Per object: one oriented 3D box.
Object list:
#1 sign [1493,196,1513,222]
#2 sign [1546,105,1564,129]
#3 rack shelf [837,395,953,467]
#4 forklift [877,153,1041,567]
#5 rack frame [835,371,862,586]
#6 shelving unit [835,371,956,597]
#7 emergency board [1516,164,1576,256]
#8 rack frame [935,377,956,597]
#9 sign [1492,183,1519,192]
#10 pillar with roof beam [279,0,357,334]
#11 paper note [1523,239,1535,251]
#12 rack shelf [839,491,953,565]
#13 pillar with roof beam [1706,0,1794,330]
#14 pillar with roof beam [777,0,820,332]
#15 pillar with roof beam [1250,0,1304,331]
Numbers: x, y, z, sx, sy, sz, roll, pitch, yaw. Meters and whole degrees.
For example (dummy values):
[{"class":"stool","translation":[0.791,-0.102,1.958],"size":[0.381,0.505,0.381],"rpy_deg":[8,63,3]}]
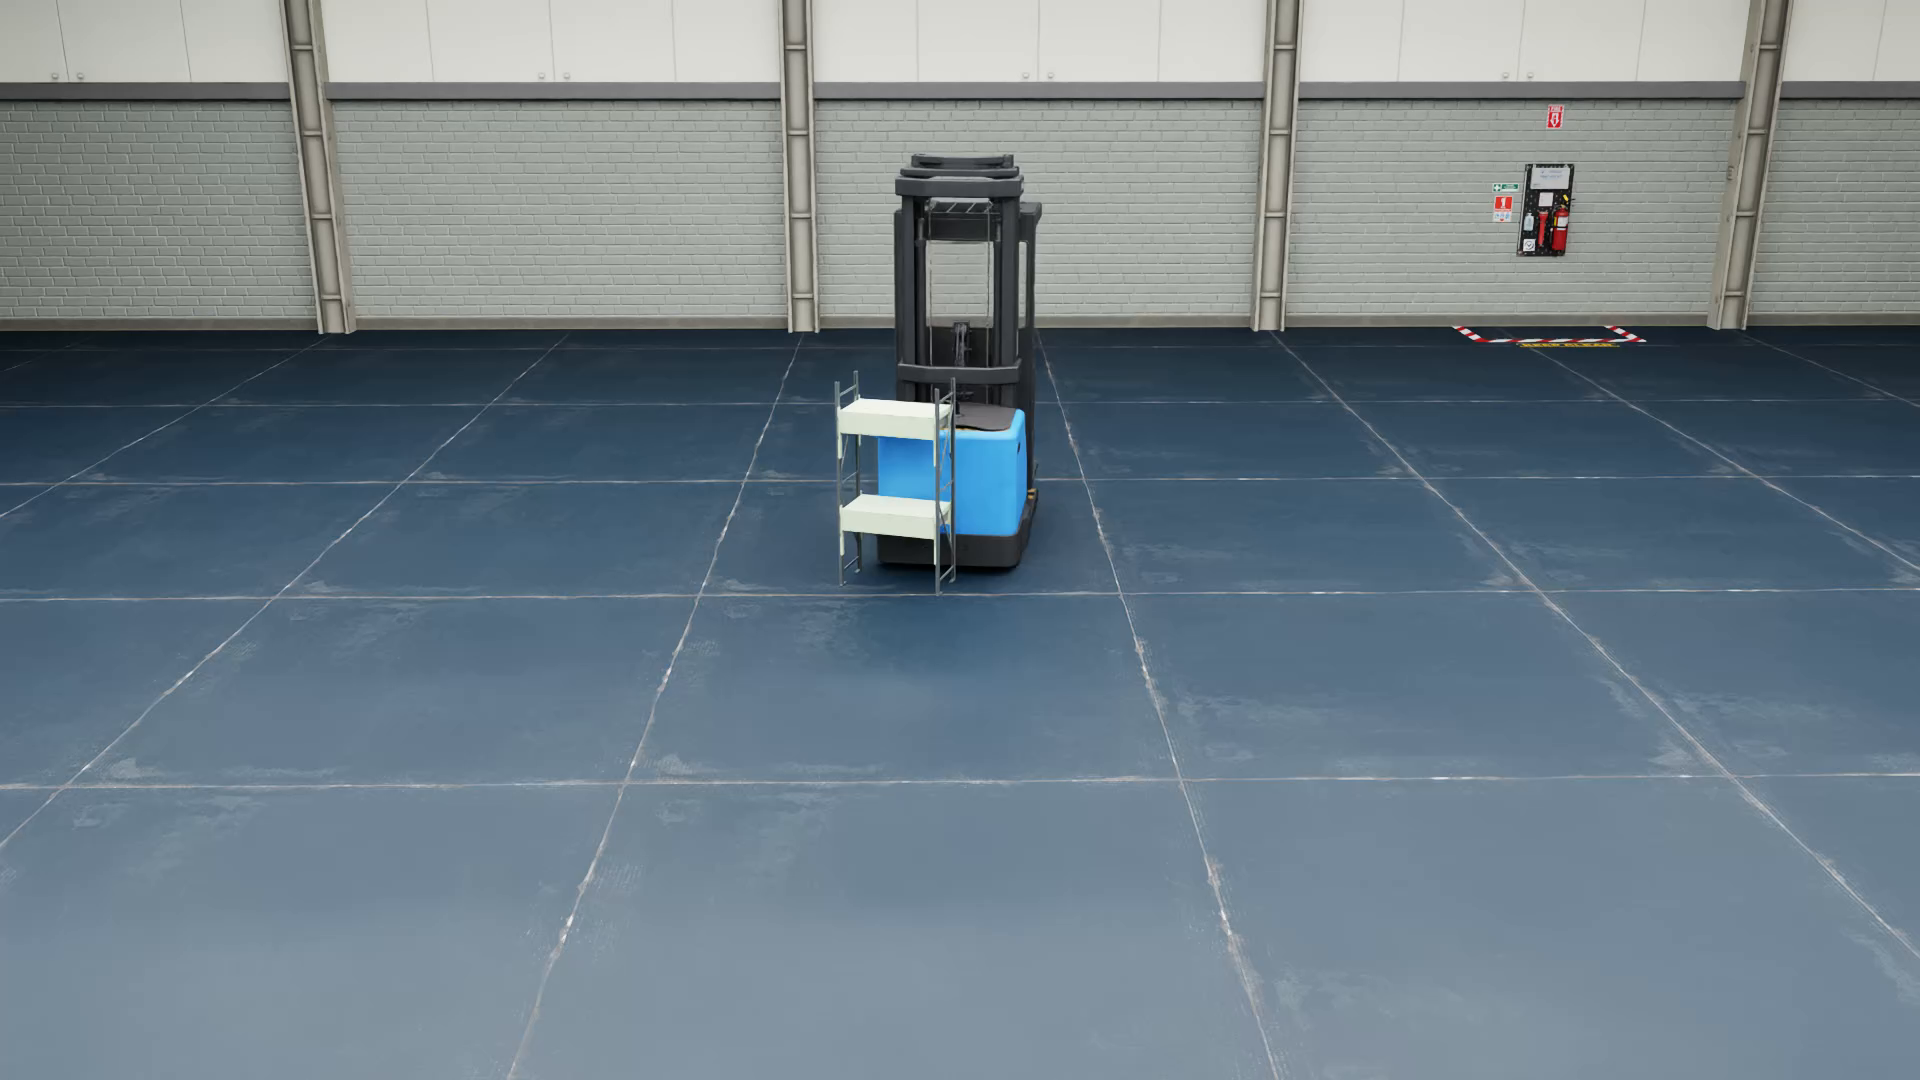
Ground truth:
[{"class":"sign","translation":[6.960,-4.246,21.314],"size":[0.234,0.329,0.001],"rpy_deg":[0,18,-1]},{"class":"sign","translation":[7.505,-5.334,20.970],"size":[0.199,0.298,0.001],"rpy_deg":[0,18,-1]},{"class":"rack shelf","translation":[-0.451,-0.776,11.734],"size":[0.720,0.370,0.431],"rpy_deg":[5,19,17]},{"class":"forklift","translation":[0.063,-1.603,13.245],"size":[1.130,2.935,3.031],"rpy_deg":[2,18,6]},{"class":"rack frame","translation":[-0.801,-0.438,11.957],"size":[0.023,1.500,0.400],"rpy_deg":[5,19,17]},{"class":"shelving unit","translation":[-0.451,-0.404,11.853],"size":[0.755,1.500,0.431],"rpy_deg":[5,19,17]},{"class":"emergency board","translation":[7.514,-4.200,21.229],"size":[0.643,1.169,0.194],"rpy_deg":[0,18,-1]},{"class":"rack frame","translation":[-0.102,-0.371,11.749],"size":[0.023,1.500,0.400],"rpy_deg":[5,19,17]},{"class":"sign","translation":[6.965,-4.495,21.225],"size":[0.331,0.109,0.001],"rpy_deg":[0,18,-1]},{"class":"pillar with roof beam","translation":[-7.944,-5.655,15.945],"size":[0.400,9.000,9.100],"rpy_deg":[0,18,-1]},{"class":"paper note","translation":[7.336,-3.801,21.427],"size":[0.142,0.148,0.016],"rpy_deg":[0,18,-1]},{"class":"rack shelf","translation":[-0.451,-0.094,11.953],"size":[0.720,0.370,0.431],"rpy_deg":[5,19,17]},{"class":"pillar with roof beam","translation":[10.054,-5.742,16.215],"size":[0.400,9.000,9.100],"rpy_deg":[0,18,-1]},{"class":"pillar with roof beam","translation":[-1.945,-5.684,16.035],"size":[0.400,9.000,9.100],"rpy_deg":[0,18,-1]},{"class":"pillar with roof beam","translation":[4.055,-5.713,16.125],"size":[0.400,9.000,9.100],"rpy_deg":[0,18,-1]}]
